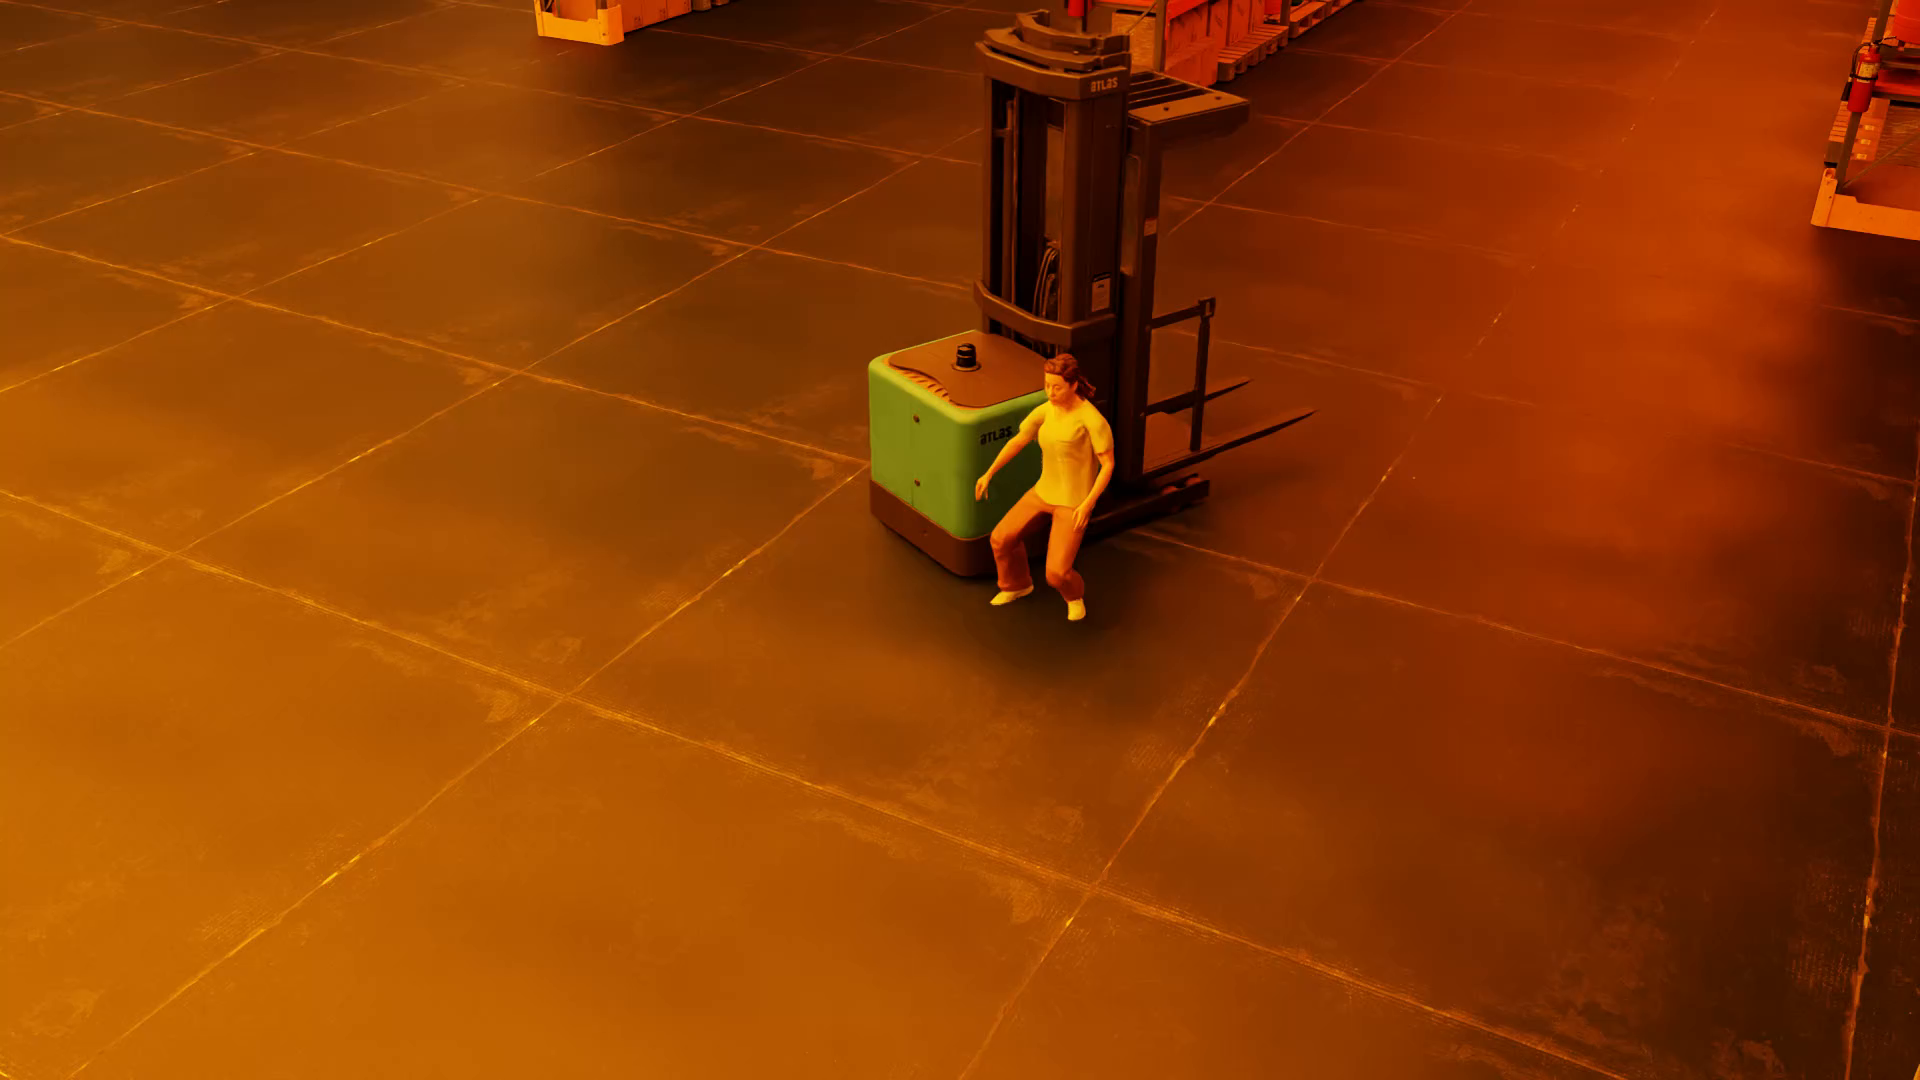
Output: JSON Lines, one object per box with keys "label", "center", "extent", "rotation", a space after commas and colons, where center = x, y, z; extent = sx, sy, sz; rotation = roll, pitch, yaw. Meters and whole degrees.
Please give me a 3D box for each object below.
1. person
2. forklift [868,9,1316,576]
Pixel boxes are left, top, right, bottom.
{"label": "person", "center": [0.492, -0.227, 8.894], "extent": [0.518, 1.600, 0.721], "rotation": [-23, 37, -34]}
{"label": "forklift", "center": [0.943, -1.633, 9.899], "extent": [3.031, 2.935, 1.130], "rotation": [-20, 35, -30]}
